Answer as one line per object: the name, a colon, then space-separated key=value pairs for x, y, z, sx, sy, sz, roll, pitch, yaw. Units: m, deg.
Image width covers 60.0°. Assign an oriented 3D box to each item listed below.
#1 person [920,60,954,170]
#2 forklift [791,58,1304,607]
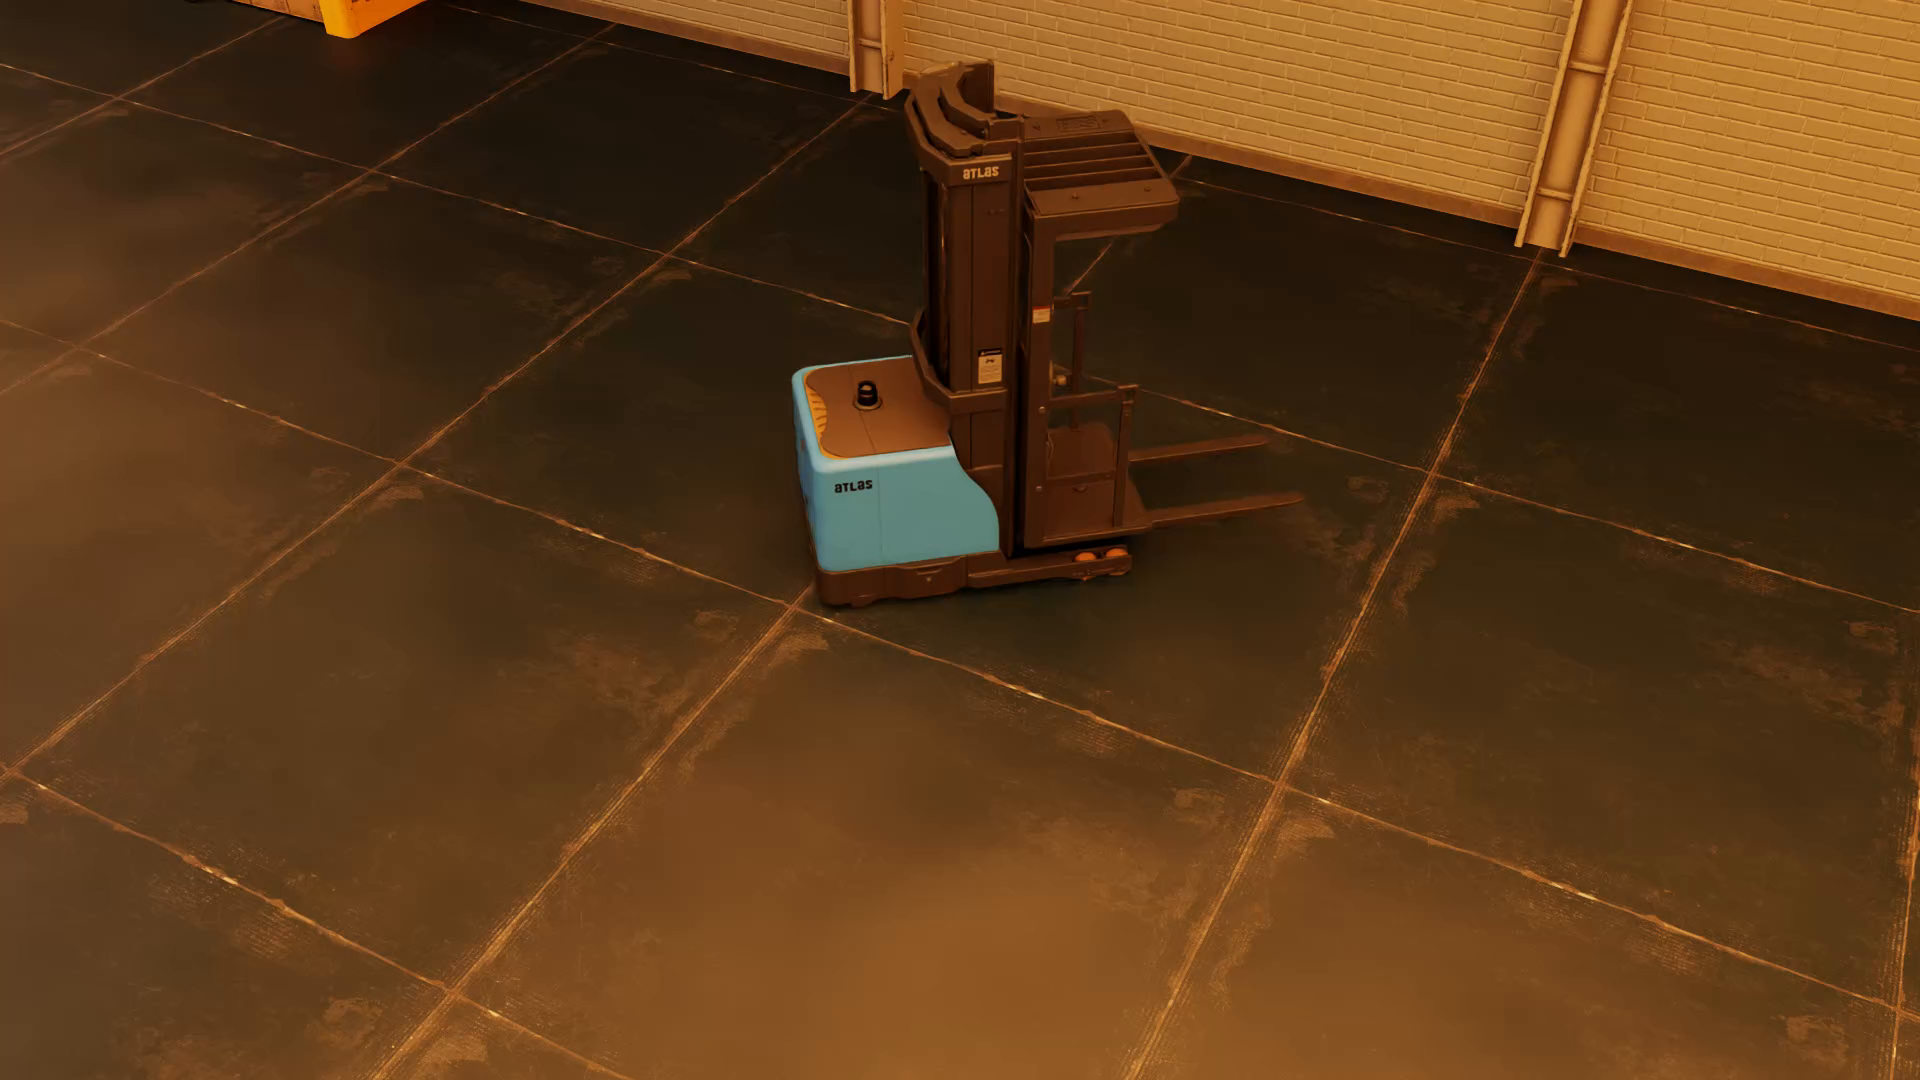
person: x=-0.046 y=-2.685 z=12.144 sx=0.482 sy=1.685 sz=0.636 roll=-8 pitch=41 yaw=-9
forklift: x=0.564 y=-1.208 z=9.421 sx=3.031 sy=2.935 sz=1.130 roll=-8 pitch=41 yaw=-9
